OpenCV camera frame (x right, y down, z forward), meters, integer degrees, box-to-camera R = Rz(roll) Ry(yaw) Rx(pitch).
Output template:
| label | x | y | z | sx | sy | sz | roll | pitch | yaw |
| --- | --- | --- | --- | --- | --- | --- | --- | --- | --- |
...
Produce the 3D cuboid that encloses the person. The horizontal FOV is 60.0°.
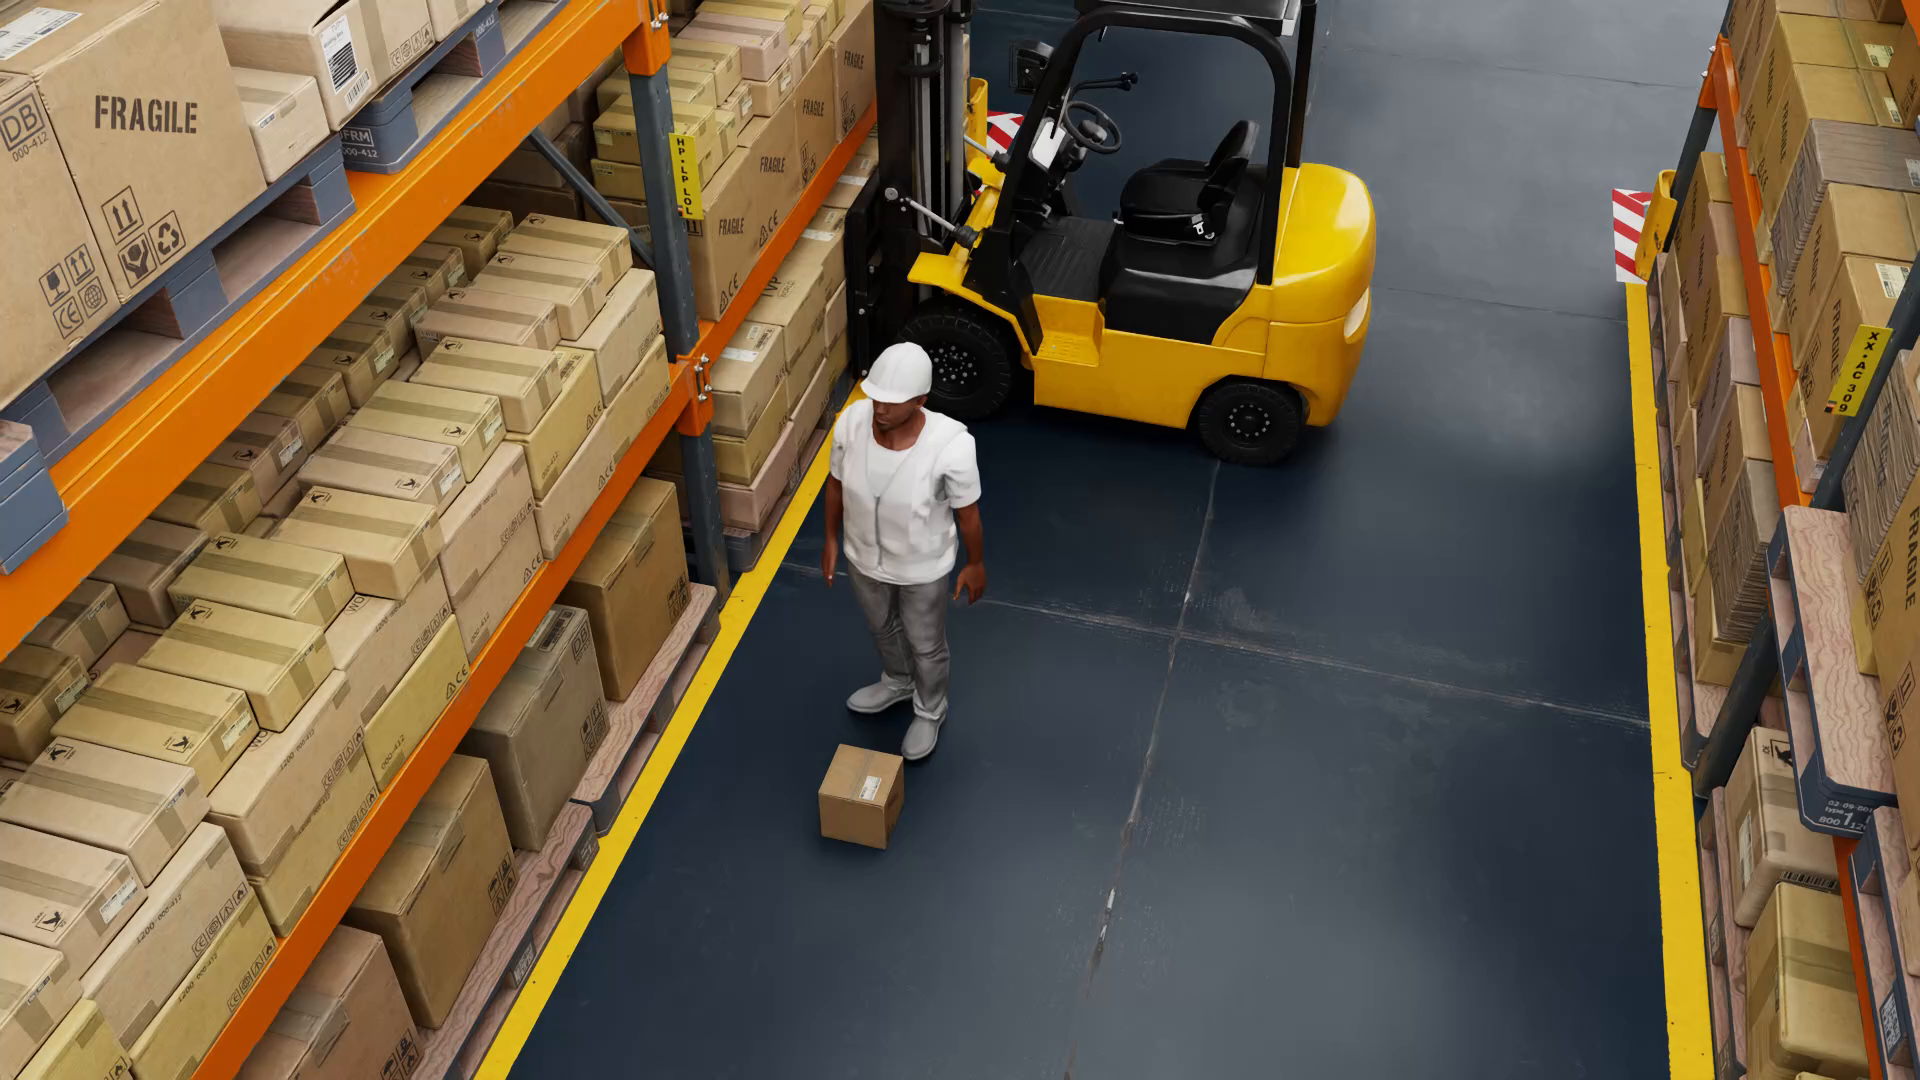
| label | x | y | z | sx | sy | sz | roll | pitch | yaw |
| --- | --- | --- | --- | --- | --- | --- | --- | --- | --- |
| person | -0.228 | 0.053 | 6.049 | 0.578 | 1.774 | 0.395 | 15 | 43 | 16 |
